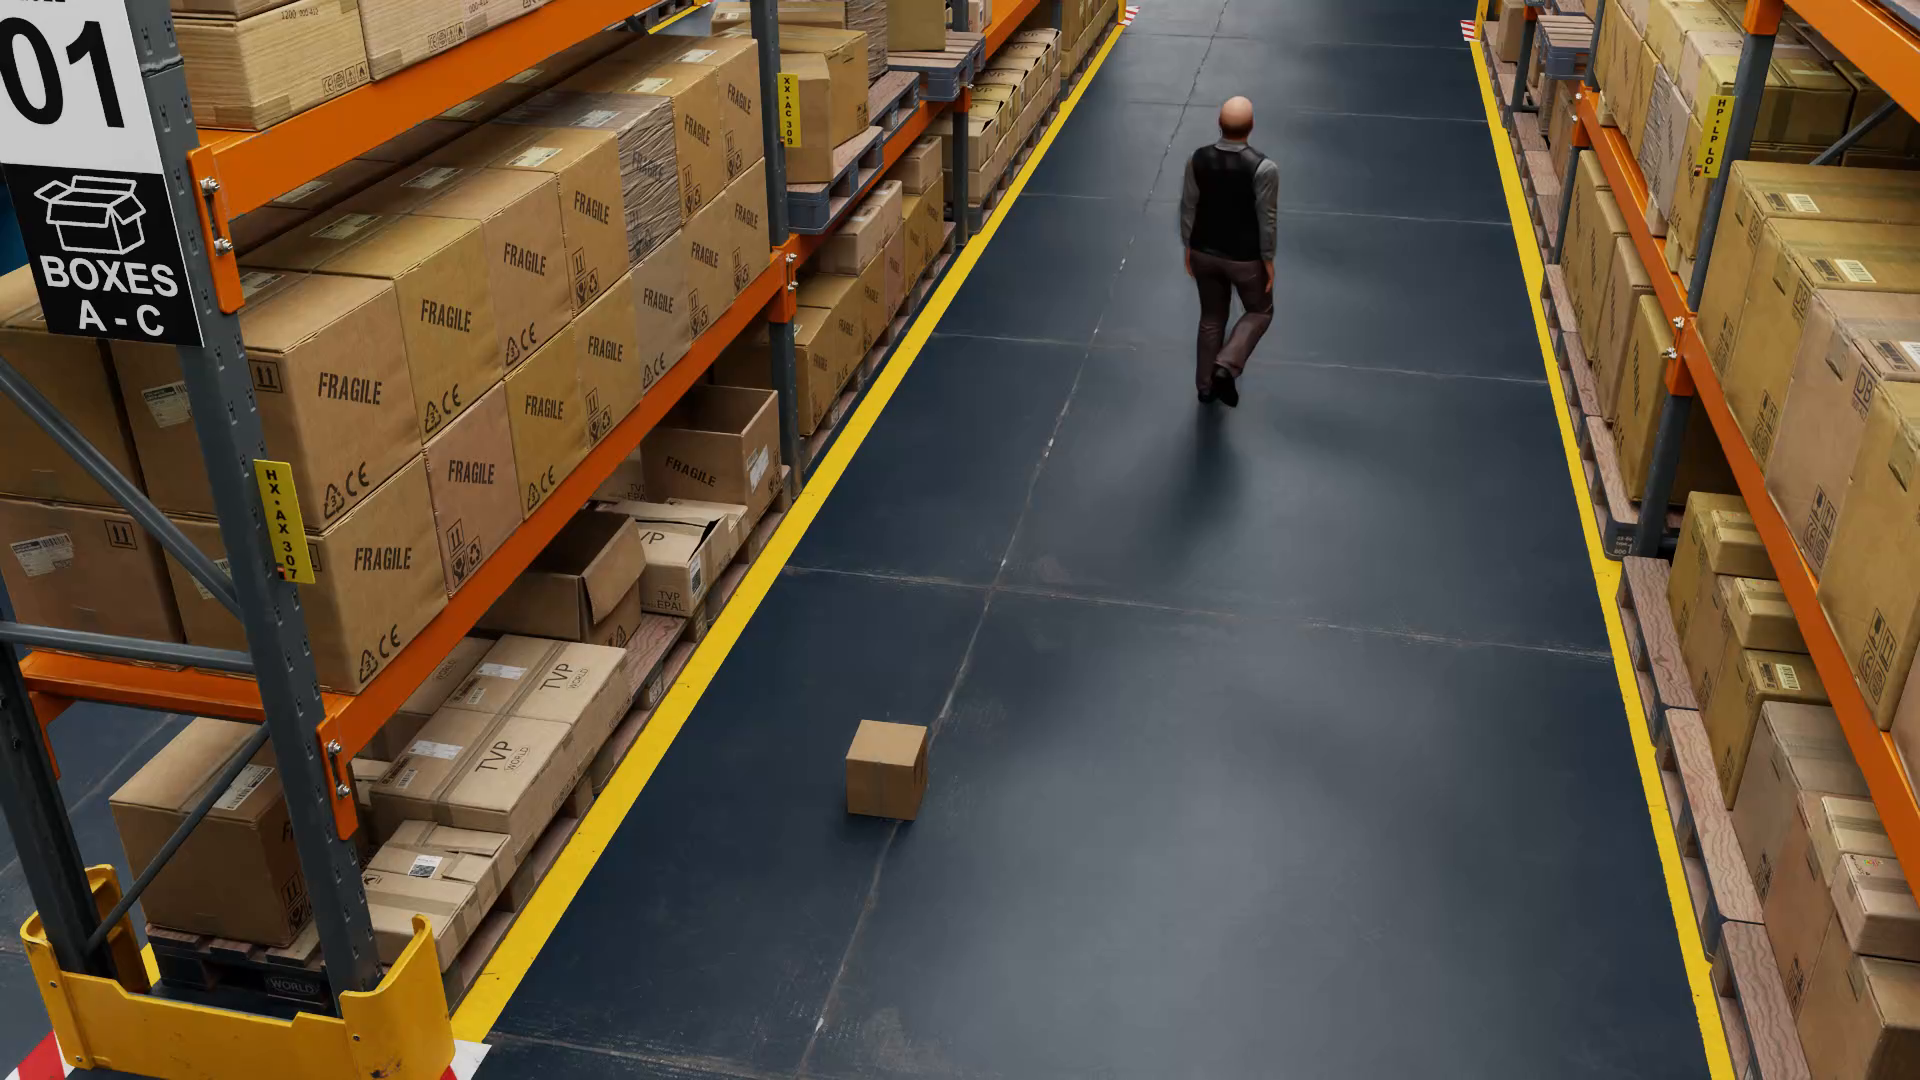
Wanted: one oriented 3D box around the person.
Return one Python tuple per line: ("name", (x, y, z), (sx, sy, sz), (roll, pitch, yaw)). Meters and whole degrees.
("person", (1.435, -1.521, 8.895), (0.545, 1.706, 0.514), (16, 33, 27))
